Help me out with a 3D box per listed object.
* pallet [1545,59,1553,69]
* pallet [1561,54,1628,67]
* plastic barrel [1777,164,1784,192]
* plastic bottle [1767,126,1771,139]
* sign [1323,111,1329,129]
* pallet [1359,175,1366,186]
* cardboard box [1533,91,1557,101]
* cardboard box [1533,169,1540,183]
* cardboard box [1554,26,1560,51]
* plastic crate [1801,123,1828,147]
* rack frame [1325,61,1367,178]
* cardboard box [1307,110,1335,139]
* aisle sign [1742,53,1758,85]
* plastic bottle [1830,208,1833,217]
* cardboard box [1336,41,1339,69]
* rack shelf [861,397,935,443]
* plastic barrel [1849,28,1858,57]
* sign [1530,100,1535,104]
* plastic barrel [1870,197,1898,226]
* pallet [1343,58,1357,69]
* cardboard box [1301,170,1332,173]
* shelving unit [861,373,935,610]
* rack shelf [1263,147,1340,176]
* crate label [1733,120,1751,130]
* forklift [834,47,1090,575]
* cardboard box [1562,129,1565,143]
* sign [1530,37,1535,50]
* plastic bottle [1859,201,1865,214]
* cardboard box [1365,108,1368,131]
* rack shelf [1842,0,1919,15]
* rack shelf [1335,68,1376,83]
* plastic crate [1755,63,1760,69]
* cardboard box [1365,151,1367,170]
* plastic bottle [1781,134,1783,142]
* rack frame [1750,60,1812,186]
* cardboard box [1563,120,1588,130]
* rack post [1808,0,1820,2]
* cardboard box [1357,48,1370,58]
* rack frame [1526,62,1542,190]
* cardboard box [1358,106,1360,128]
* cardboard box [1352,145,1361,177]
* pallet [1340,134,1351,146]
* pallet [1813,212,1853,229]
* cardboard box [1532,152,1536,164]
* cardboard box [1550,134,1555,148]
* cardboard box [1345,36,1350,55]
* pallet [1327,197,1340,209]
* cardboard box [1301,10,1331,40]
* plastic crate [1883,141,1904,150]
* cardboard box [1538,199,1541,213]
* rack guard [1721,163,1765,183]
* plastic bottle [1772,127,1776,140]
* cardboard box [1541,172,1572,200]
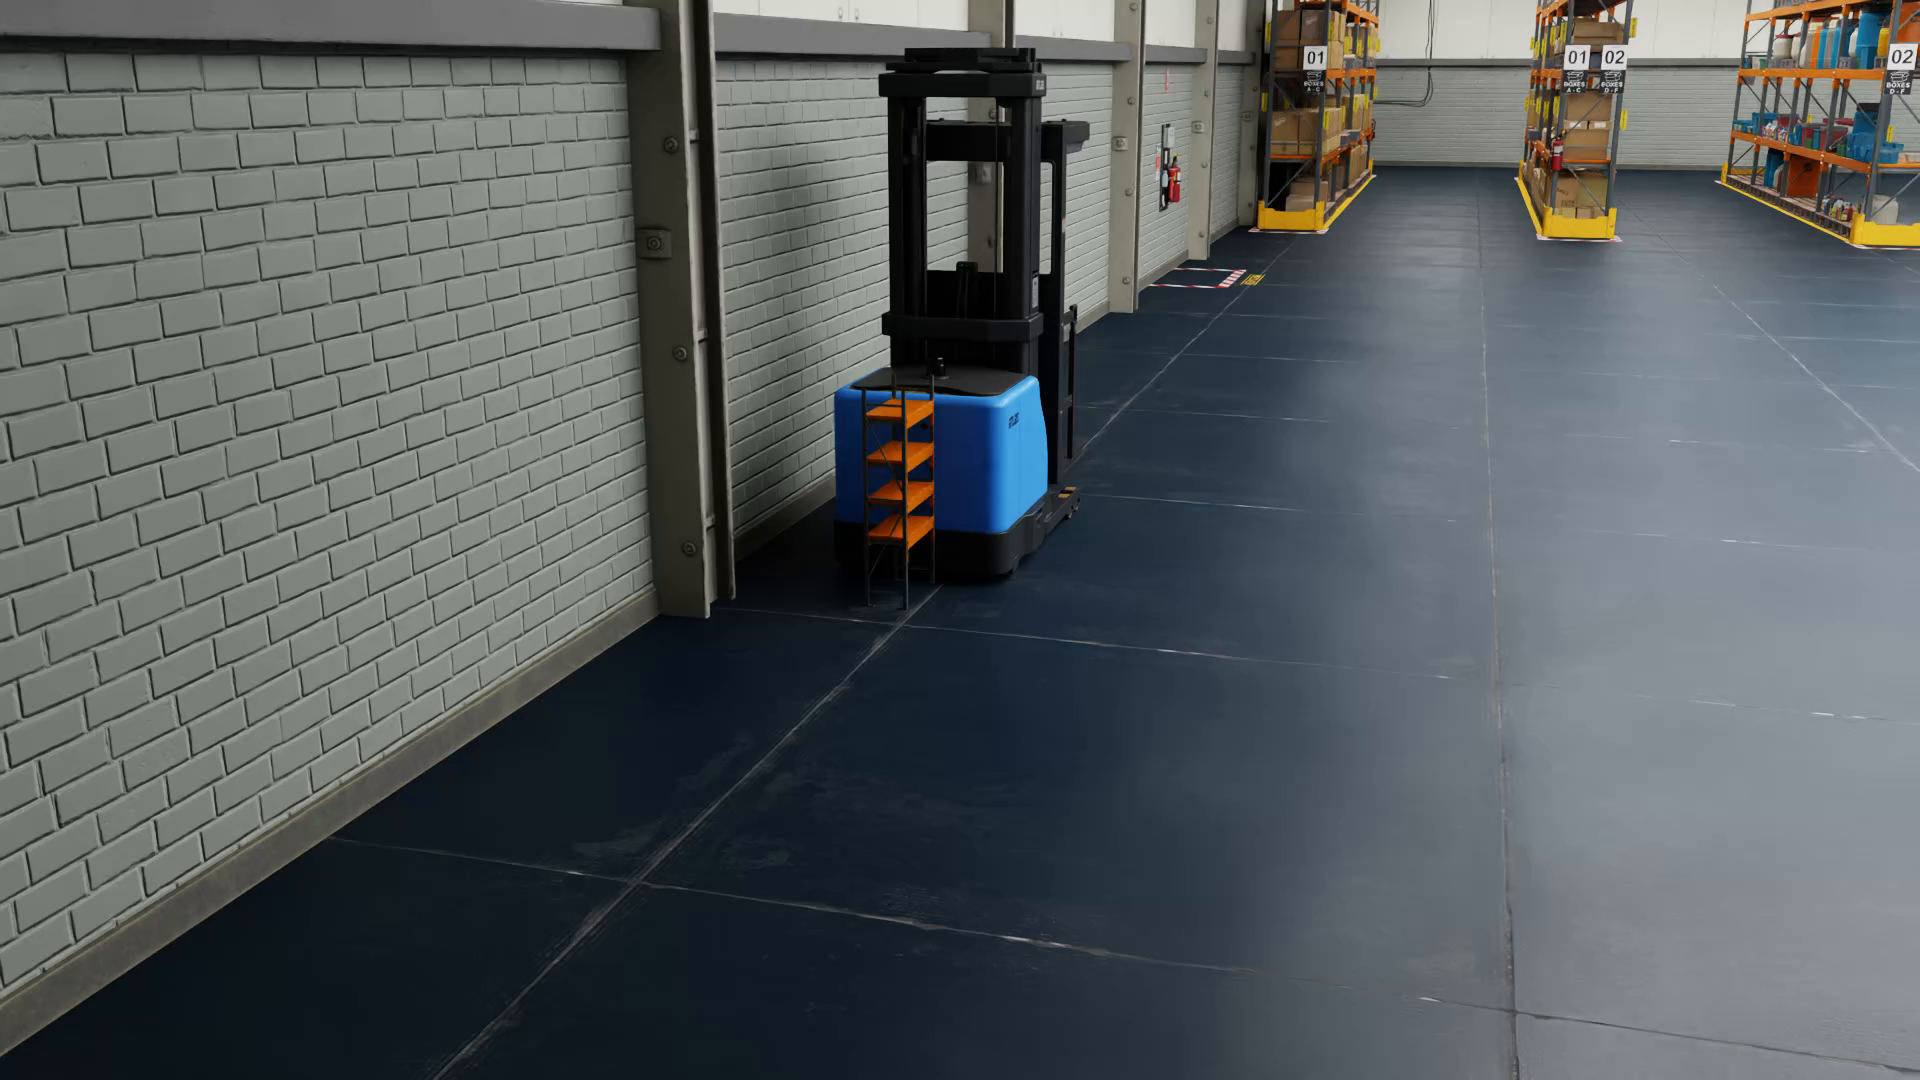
[{"bbox_3d":[12.924,-9.994,34.917,1.213,0.211,1.003,5,17,18],"label":"pallet"},{"bbox_3d":[10.983,-8.317,28.820,1.003,0.211,1.213,5,16,16],"label":"pallet"},{"bbox_3d":[18.223,-7.908,36.363,0.600,0.588,0.708,5,16,16],"label":"plastic barrel"},{"bbox_3d":[18.150,-9.137,37.258,0.061,0.283,0.133,5,16,16],"label":"plastic bottle"},{"bbox_3d":[6.527,-7.491,29.657,0.100,0.325,0.005,5,16,16],"label":"sign"},{"bbox_3d":[9.708,-9.108,42.052,1.003,0.211,1.213,5,16,16],"label":"pallet"},{"bbox_3d":[14.063,-10.555,40.028,0.500,0.500,0.500,5,17,16],"label":"cardboard box"},{"bbox_3d":[12.459,-7.723,35.303,0.500,0.311,0.500,4,16,14],"label":"cardboard box"},{"bbox_3d":[11.498,-9.429,31.370,0.500,0.500,0.500,6,17,20],"label":"cardboard box"},{"bbox_3d":[17.027,-8.073,33.178,0.402,0.464,0.583,5,16,16],"label":"plastic crate"},{"bbox_3d":[9.417,-10.256,40.992,1.000,3.000,0.127,5,16,16],"label":"rack frame"},{"bbox_3d":[6.734,-7.780,31.125,0.500,0.500,0.500,4,16,14],"label":"cardboard box"},{"bbox_3d":[19.788,-11.827,41.765,0.394,0.787,0.004,5,16,16],"label":"aisle sign"},{"bbox_3d":[15.859,-5.960,30.166,0.097,0.201,0.097,0,16,0],"label":"plastic bottle"},{"bbox_3d":[6.804,-9.101,31.203,0.500,0.500,0.500,6,17,19],"label":"cardboard box"},{"bbox_3d":[-0.331,-0.652,8.988,0.258,0.148,0.480,5,16,16],"label":"rack shelf"},{"bbox_3d":[16.332,-8.996,30.079,0.421,0.512,0.421,0,16,0],"label":"plastic barrel"},{"bbox_3d":[13.645,-10.330,39.664,0.100,0.325,0.005,5,16,16],"label":"sign"},{"bbox_3d":[15.619,-5.532,28.125,0.421,0.512,0.421,0,16,0],"label":"plastic barrel"},{"bbox_3d":[7.421,-9.669,33.769,1.213,0.211,1.003,5,16,16],"label":"pallet"},{"bbox_3d":[7.619,-7.636,35.527,0.700,0.500,0.500,5,17,17],"label":"cardboard box"},{"bbox_3d":[-0.331,-0.274,9.095,0.258,1.200,0.503,5,16,16],"label":"shelving unit"},{"bbox_3d":[6.575,-7.294,31.866,1.077,0.370,4.000,5,16,16],"label":"rack shelf"},{"bbox_3d":[19.667,-10.444,41.850,0.416,0.233,0.303,5,16,16],"label":"crate label"},{"bbox_3d":[0.177,-1.573,10.503,1.130,2.935,3.031,5,16,16],"label":"forklift"},{"bbox_3d":[11.047,-7.041,29.471,0.700,0.500,0.500,5,17,17],"label":"cardboard box"},{"bbox_3d":[14.784,-12.825,42.950,0.100,0.325,0.005,5,16,16],"label":"sign"},{"bbox_3d":[16.532,-6.060,30.383,0.152,0.276,0.135,5,16,16],"label":"plastic bottle"},{"bbox_3d":[9.800,-10.732,42.118,0.980,0.700,0.700,4,16,14],"label":"cardboard box"},{"bbox_3d":[16.074,-9.219,28.393,1.077,0.370,4.000,5,16,16],"label":"rack shelf"},{"bbox_3d":[9.986,-11.876,42.525,1.077,0.370,4.000,5,16,16],"label":"rack shelf"},{"bbox_3d":[18.912,-11.166,39.187,0.293,0.136,0.466,5,16,16],"label":"plastic crate"},{"bbox_3d":[10.451,-10.111,44.292,0.700,0.500,0.500,5,16,16],"label":"cardboard box"},{"bbox_3d":[17.684,-8.650,35.694,0.097,0.201,0.097,0,16,0],"label":"plastic bottle"},{"bbox_3d":[18.916,-9.488,38.283,1.000,3.000,0.127,5,16,16],"label":"rack frame"},{"bbox_3d":[10.683,-7.208,28.875,0.380,0.149,0.250,4,16,15],"label":"cardboard box"},{"bbox_3d":[17.120,-10.899,31.898,1.013,1.000,3.121,5,16,16],"label":"rack post"},{"bbox_3d":[9.866,-12.038,41.097,0.500,0.250,0.500,5,16,16],"label":"cardboard box"},{"bbox_3d":[14.168,-9.873,39.641,1.000,3.000,0.127,5,16,16],"label":"rack frame"},{"bbox_3d":[9.104,-9.921,39.044,0.500,0.500,0.500,5,17,17],"label":"cardboard box"},{"bbox_3d":[9.357,-9.244,40.593,0.750,0.750,0.750,5,17,17],"label":"cardboard box"},{"bbox_3d":[7.500,-8.260,34.304,1.003,0.211,1.213,5,16,16],"label":"pallet"},{"bbox_3d":[16.412,-5.881,30.676,1.003,0.211,1.213,5,16,16],"label":"pallet"},{"bbox_3d":[13.370,-8.742,38.055,0.500,0.250,0.500,4,16,15],"label":"cardboard box"},{"bbox_3d":[11.968,-7.960,33.141,0.396,0.266,0.258,4,16,15],"label":"cardboard box"},{"bbox_3d":[8.361,-11.041,37.274,0.700,0.500,0.500,3,16,12],"label":"cardboard box"},{"bbox_3d":[7.364,-7.025,34.712,1.003,0.211,1.213,5,16,16],"label":"pallet"},{"bbox_3d":[6.349,-9.180,29.650,0.500,0.500,0.500,3,16,12],"label":"cardboard box"},{"bbox_3d":[16.588,-7.013,29.829,0.499,0.251,0.616,5,16,16],"label":"plastic crate"},{"bbox_3d":[11.178,-6.301,31.315,0.500,0.250,0.500,5,16,16],"label":"cardboard box"},{"bbox_3d":[20.047,-9.339,42.339,1.175,0.500,0.348,5,16,16],"label":"rack guard"},{"bbox_3d":[18.003,-8.978,36.721,0.097,0.271,0.097,0,16,0],"label":"plastic bottle"},{"bbox_3d":[11.038,-6.530,30.751,0.500,0.500,0.500,5,16,16],"label":"cardboard box"}]
